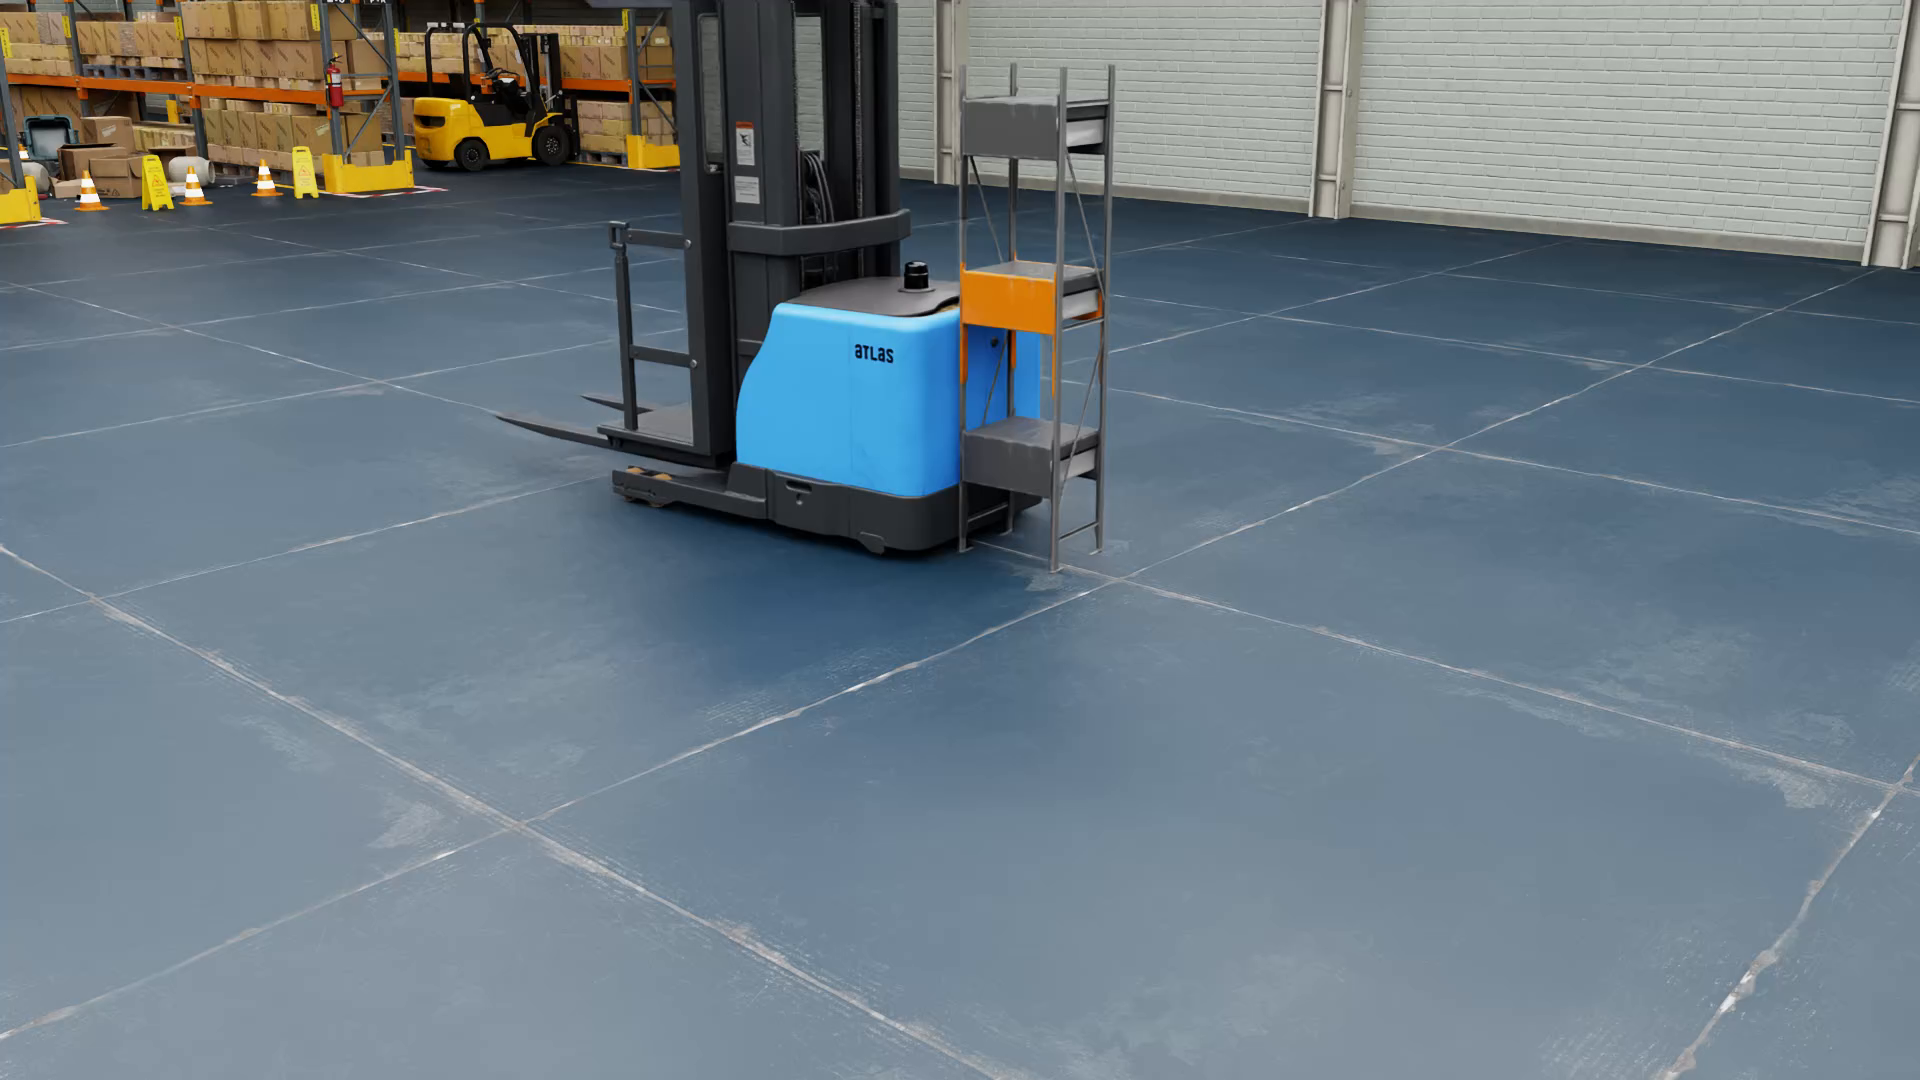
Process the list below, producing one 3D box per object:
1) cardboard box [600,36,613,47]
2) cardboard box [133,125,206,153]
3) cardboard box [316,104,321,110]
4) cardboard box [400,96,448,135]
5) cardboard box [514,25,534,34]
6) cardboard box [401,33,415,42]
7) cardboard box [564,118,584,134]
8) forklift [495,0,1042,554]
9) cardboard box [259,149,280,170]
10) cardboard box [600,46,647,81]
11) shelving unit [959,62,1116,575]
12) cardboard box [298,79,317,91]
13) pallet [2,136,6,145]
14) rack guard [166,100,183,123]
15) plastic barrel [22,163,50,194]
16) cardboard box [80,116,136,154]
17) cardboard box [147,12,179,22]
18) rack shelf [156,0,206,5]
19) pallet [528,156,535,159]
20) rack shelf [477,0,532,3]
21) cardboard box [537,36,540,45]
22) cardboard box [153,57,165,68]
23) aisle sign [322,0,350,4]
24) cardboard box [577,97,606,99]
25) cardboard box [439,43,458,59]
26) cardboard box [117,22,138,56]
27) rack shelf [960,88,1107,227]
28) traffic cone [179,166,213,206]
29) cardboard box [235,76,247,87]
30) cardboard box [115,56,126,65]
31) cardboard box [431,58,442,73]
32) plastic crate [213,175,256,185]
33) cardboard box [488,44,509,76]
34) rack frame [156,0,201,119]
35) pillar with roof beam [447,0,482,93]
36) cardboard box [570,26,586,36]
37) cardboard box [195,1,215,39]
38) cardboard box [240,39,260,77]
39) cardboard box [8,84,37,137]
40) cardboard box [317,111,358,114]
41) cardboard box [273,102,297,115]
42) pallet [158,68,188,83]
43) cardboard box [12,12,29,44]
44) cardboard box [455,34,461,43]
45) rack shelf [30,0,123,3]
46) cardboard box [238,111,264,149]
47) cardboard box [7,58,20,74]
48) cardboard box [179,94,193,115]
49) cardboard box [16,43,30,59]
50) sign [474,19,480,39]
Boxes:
[{"bbox_3d":[-5.342,-7.727,25.762,0.250,0.149,0.380,16,23,40],"label":"cardboard box"},{"bbox_3d":[-12.425,-6.334,26.260,0.625,0.372,0.950,16,24,41],"label":"cardboard box"},{"bbox_3d":[-12.290,-8.278,32.174,0.500,0.500,0.500,14,22,37],"label":"cardboard box"},{"bbox_3d":[-9.718,-7.736,30.260,0.625,0.625,0.875,16,24,41],"label":"cardboard box"},{"bbox_3d":[-7.059,-8.334,27.182,0.250,0.149,0.380,16,23,40],"label":"cardboard box"},{"bbox_3d":[-9.654,-8.895,29.443,0.250,0.149,0.380,16,23,40],"label":"cardboard box"},{"bbox_3d":[-6.025,-6.676,26.714,0.500,0.250,0.500,14,23,38],"label":"cardboard box"},{"bbox_3d":[-1.097,-1.667,8.020,3.031,2.935,1.130,12,21,34],"label":"forklift"},{"bbox_3d":[-9.538,-5.396,23.507,0.500,0.250,0.500,14,22,37],"label":"cardboard box"},{"bbox_3d":[-5.228,-7.406,25.824,0.500,0.500,0.500,14,23,38],"label":"cardboard box"},{"bbox_3d":[0.317,-0.944,7.114,0.503,2.100,0.431,12,21,34],"label":"shelving unit"},{"bbox_3d":[-8.663,-6.128,22.378,0.250,0.149,0.380,15,23,39],"label":"cardboard box"},{"bbox_3d":[-17.470,-7.446,30.725,1.213,0.211,1.003,15,23,39],"label":"pallet"},{"bbox_3d":[-16.596,-9.325,36.168,0.348,0.500,1.175,15,23,39],"label":"rack guard"},{"bbox_3d":[-12.313,-4.750,21.878,0.512,0.421,0.421,-3,18,-8],"label":"plastic barrel"},{"bbox_3d":[-12.129,-5.759,23.681,0.500,0.500,0.500,15,23,39],"label":"cardboard box"},{"bbox_3d":[-11.989,-7.874,25.041,0.250,0.149,0.380,14,22,38],"label":"cardboard box"},{"bbox_3d":[-15.157,-11.217,34.228,4.000,0.370,1.077,15,23,39],"label":"rack shelf"},{"bbox_3d":[-7.111,-6.624,28.135,1.213,0.211,1.003,15,23,39],"label":"pallet"},{"bbox_3d":[-6.182,-8.808,26.636,4.000,0.370,1.077,15,23,39],"label":"rack shelf"},{"bbox_3d":[-6.676,-8.092,26.913,0.250,0.149,0.380,14,22,38],"label":"cardboard box"},{"bbox_3d":[-11.940,-7.220,25.125,0.250,0.149,0.380,15,23,38],"label":"cardboard box"},{"bbox_3d":[-8.124,-7.356,21.535,0.004,0.787,0.394,15,23,39],"label":"aisle sign"},{"bbox_3d":[-6.041,-7.131,27.322,0.500,0.250,0.500,14,23,38],"label":"cardboard box"},{"bbox_3d":[-8.604,-8.432,28.642,0.500,0.250,0.500,14,23,38],"label":"cardboard box"},{"bbox_3d":[-12.613,-7.738,25.685,0.500,0.500,0.500,14,22,37],"label":"cardboard box"},{"bbox_3d":[0.317,-1.598,6.907,0.480,0.518,0.431,12,21,34],"label":"rack shelf"},{"bbox_3d":[-9.638,-4.461,20.904,0.334,0.463,0.336,15,23,39],"label":"traffic cone"},{"bbox_3d":[-9.996,-6.484,23.499,0.250,0.149,0.380,15,23,40],"label":"cardboard box"},{"bbox_3d":[-13.054,-7.554,26.178,0.380,0.149,0.250,-17,24,-42],"label":"cardboard box"},{"bbox_3d":[-8.959,-8.299,29.051,0.500,0.250,0.500,15,23,40],"label":"cardboard box"},{"bbox_3d":[-10.340,-5.106,23.569,0.583,0.080,0.402,7,19,21],"label":"plastic crate"},{"bbox_3d":[-7.519,-8.022,27.764,0.500,0.500,0.500,14,22,38],"label":"cardboard box"},{"bbox_3d":[-16.653,-10.532,35.838,0.127,3.000,1.000,15,23,39],"label":"rack frame"},{"bbox_3d":[-11.954,-10.753,26.618,0.400,9.000,9.100,15,23,39],"label":"pillar with roof beam"},{"bbox_3d":[-5.918,-8.025,26.210,0.250,0.149,0.380,16,23,41],"label":"cardboard box"},{"bbox_3d":[-10.417,-7.420,23.722,0.500,0.500,0.700,15,23,40],"label":"cardboard box"},{"bbox_3d":[-9.677,-6.740,23.234,0.500,0.500,0.500,15,23,40],"label":"cardboard box"},{"bbox_3d":[-16.436,-7.686,29.689,0.875,0.875,0.875,16,24,41],"label":"cardboard box"},{"bbox_3d":[-8.810,-5.776,23.463,0.500,0.500,0.500,14,22,37],"label":"cardboard box"},{"bbox_3d":[-9.255,-5.963,22.982,0.250,0.149,0.380,16,23,40],"label":"cardboard box"},{"bbox_3d":[-11.445,-7.093,25.321,1.213,0.211,1.003,15,23,39],"label":"pallet"},{"bbox_3d":[-15.652,-8.676,28.173,0.500,0.500,0.500,15,23,38],"label":"cardboard box"},{"bbox_3d":[-8.434,-8.606,28.533,0.250,0.149,0.380,15,23,39],"label":"cardboard box"},{"bbox_3d":[-15.457,-9.290,28.156,4.000,0.370,1.077,15,23,39],"label":"rack shelf"},{"bbox_3d":[-9.913,-5.857,23.719,0.500,0.500,0.500,17,24,42],"label":"cardboard box"},{"bbox_3d":[-16.038,-8.175,28.661,0.500,0.250,0.500,15,23,39],"label":"cardboard box"},{"bbox_3d":[-16.258,-9.398,35.698,0.637,0.503,0.797,14,22,37],"label":"cardboard box"},{"bbox_3d":[-15.663,-8.313,28.268,0.500,0.250,0.500,14,22,38],"label":"cardboard box"},{"bbox_3d":[-8.031,-8.512,27.690,0.005,0.325,0.100,15,23,39],"label":"sign"}]
